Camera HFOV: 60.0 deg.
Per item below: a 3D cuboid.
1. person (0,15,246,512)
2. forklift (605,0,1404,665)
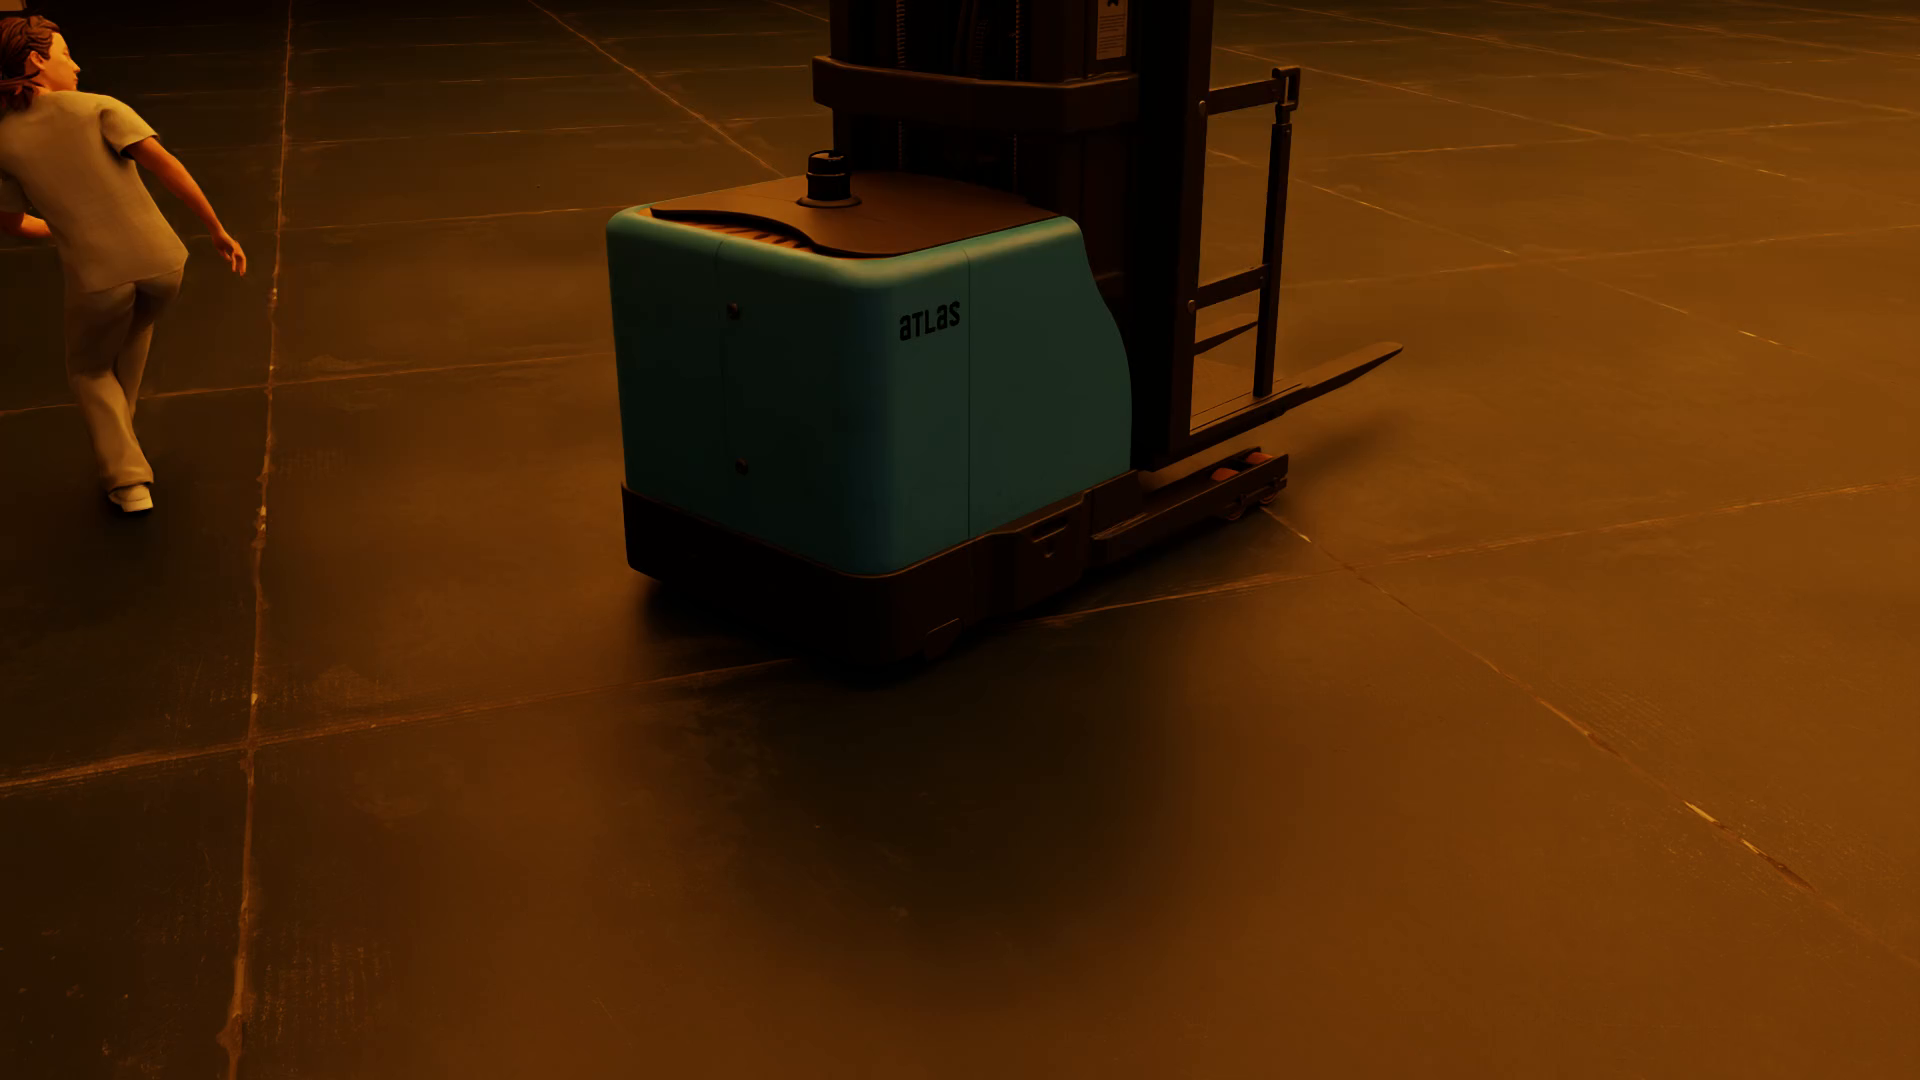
[{"bbox_3d":[-2.670,-0.897,5.304,0.665,1.501,0.738,-12,26,-26],"label":"person"},{"bbox_3d":[0.408,-1.527,4.930,1.130,2.935,3.031,19,29,38],"label":"forklift"}]
